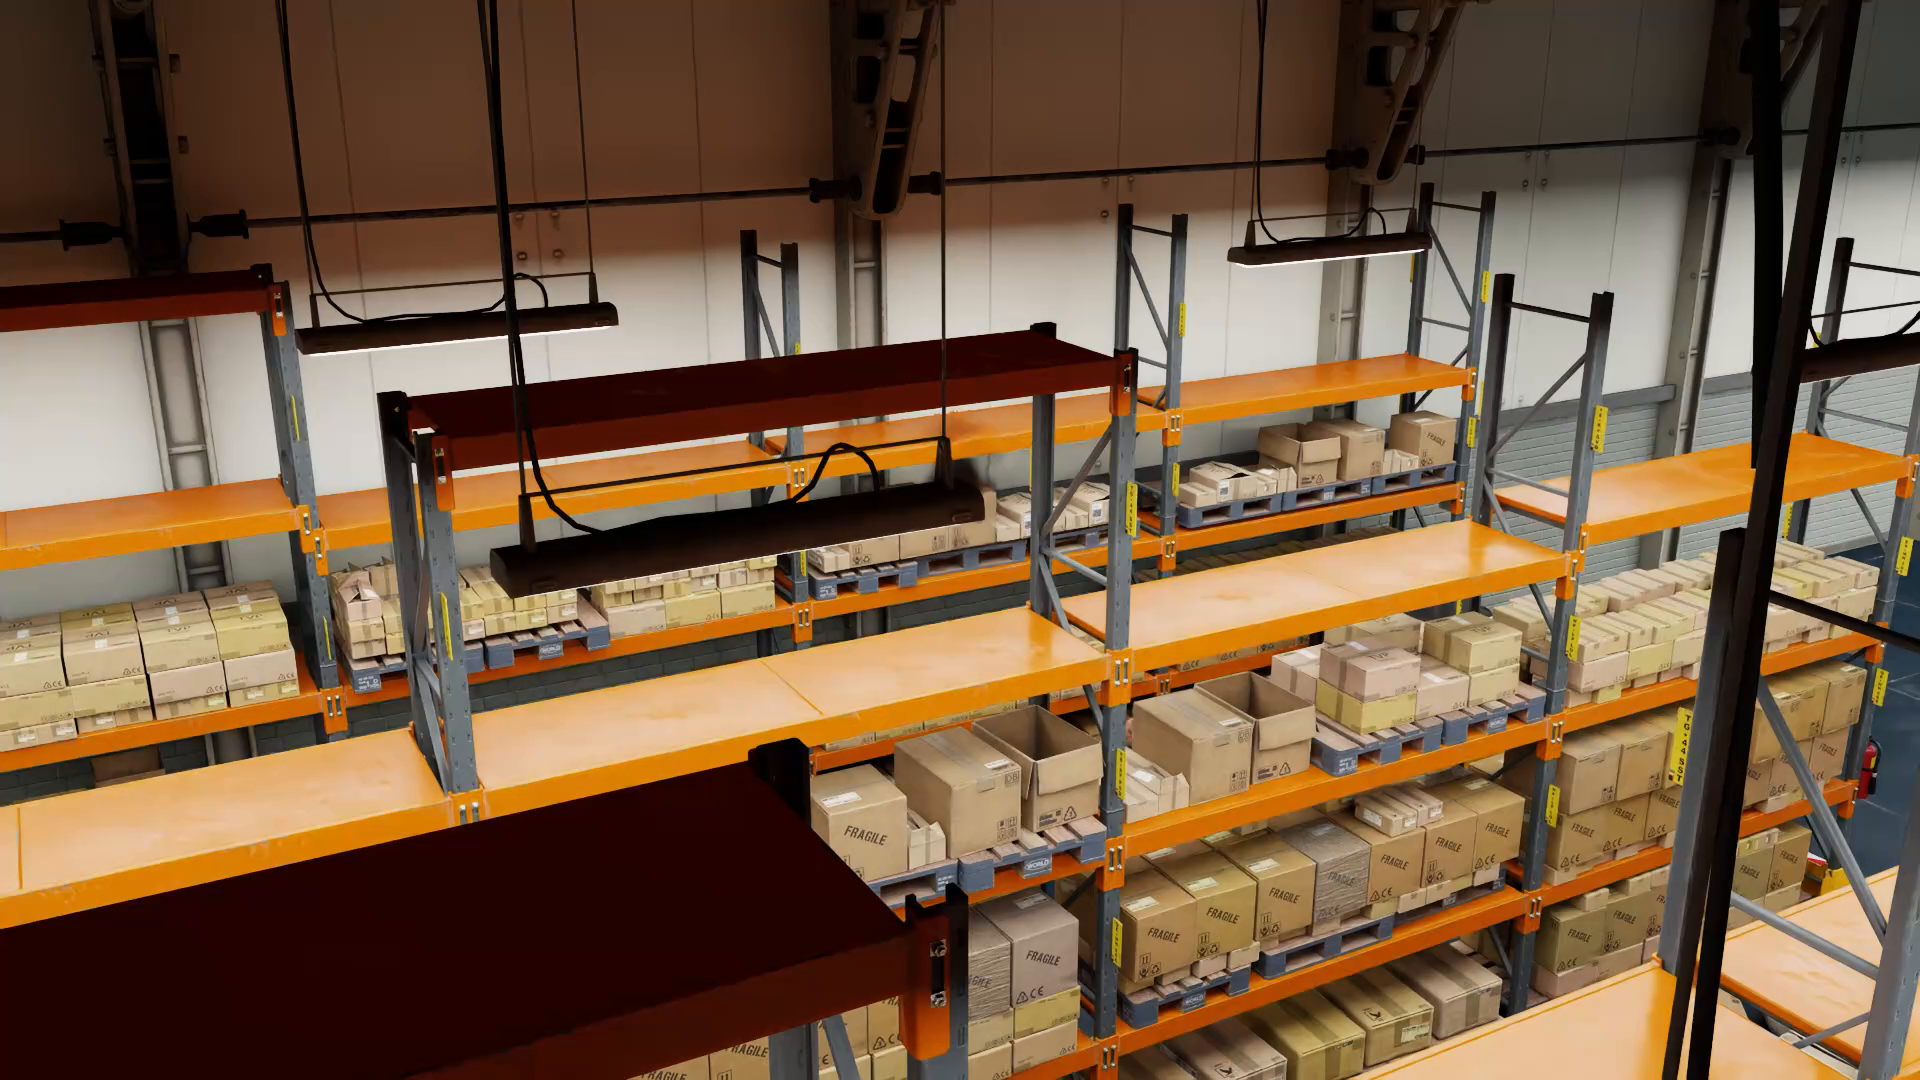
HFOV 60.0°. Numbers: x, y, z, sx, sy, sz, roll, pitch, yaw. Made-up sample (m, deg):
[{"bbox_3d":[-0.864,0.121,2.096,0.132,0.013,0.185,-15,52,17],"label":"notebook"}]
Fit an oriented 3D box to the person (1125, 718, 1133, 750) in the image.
[{"bbox_3d":[1.396,2.356,15.188,0.600,1.694,0.577,2,18,7],"label":"person"}]
